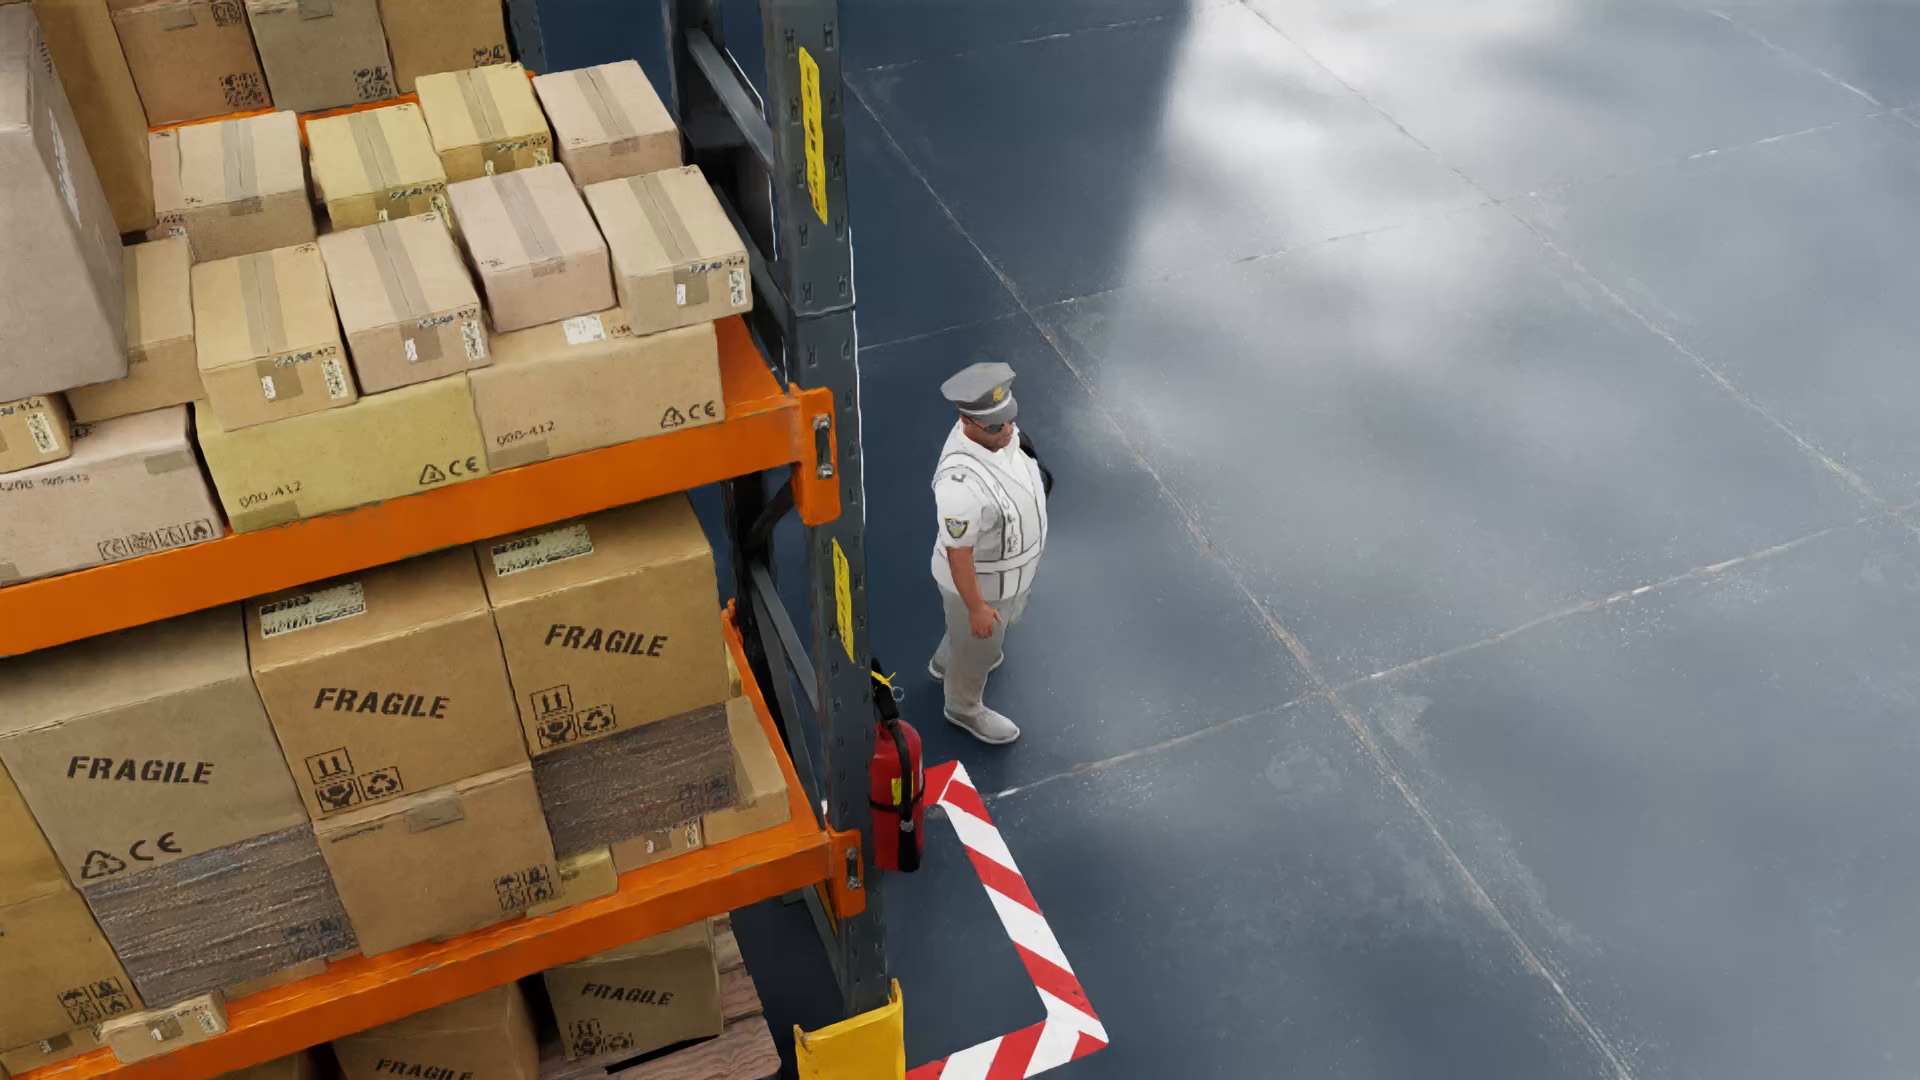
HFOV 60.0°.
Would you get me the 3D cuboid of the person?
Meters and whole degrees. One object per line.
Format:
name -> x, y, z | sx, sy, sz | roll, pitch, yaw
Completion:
person -> 0.076, 0.040, 6.094 | 0.496, 1.755, 0.655 | 12, 43, 13
